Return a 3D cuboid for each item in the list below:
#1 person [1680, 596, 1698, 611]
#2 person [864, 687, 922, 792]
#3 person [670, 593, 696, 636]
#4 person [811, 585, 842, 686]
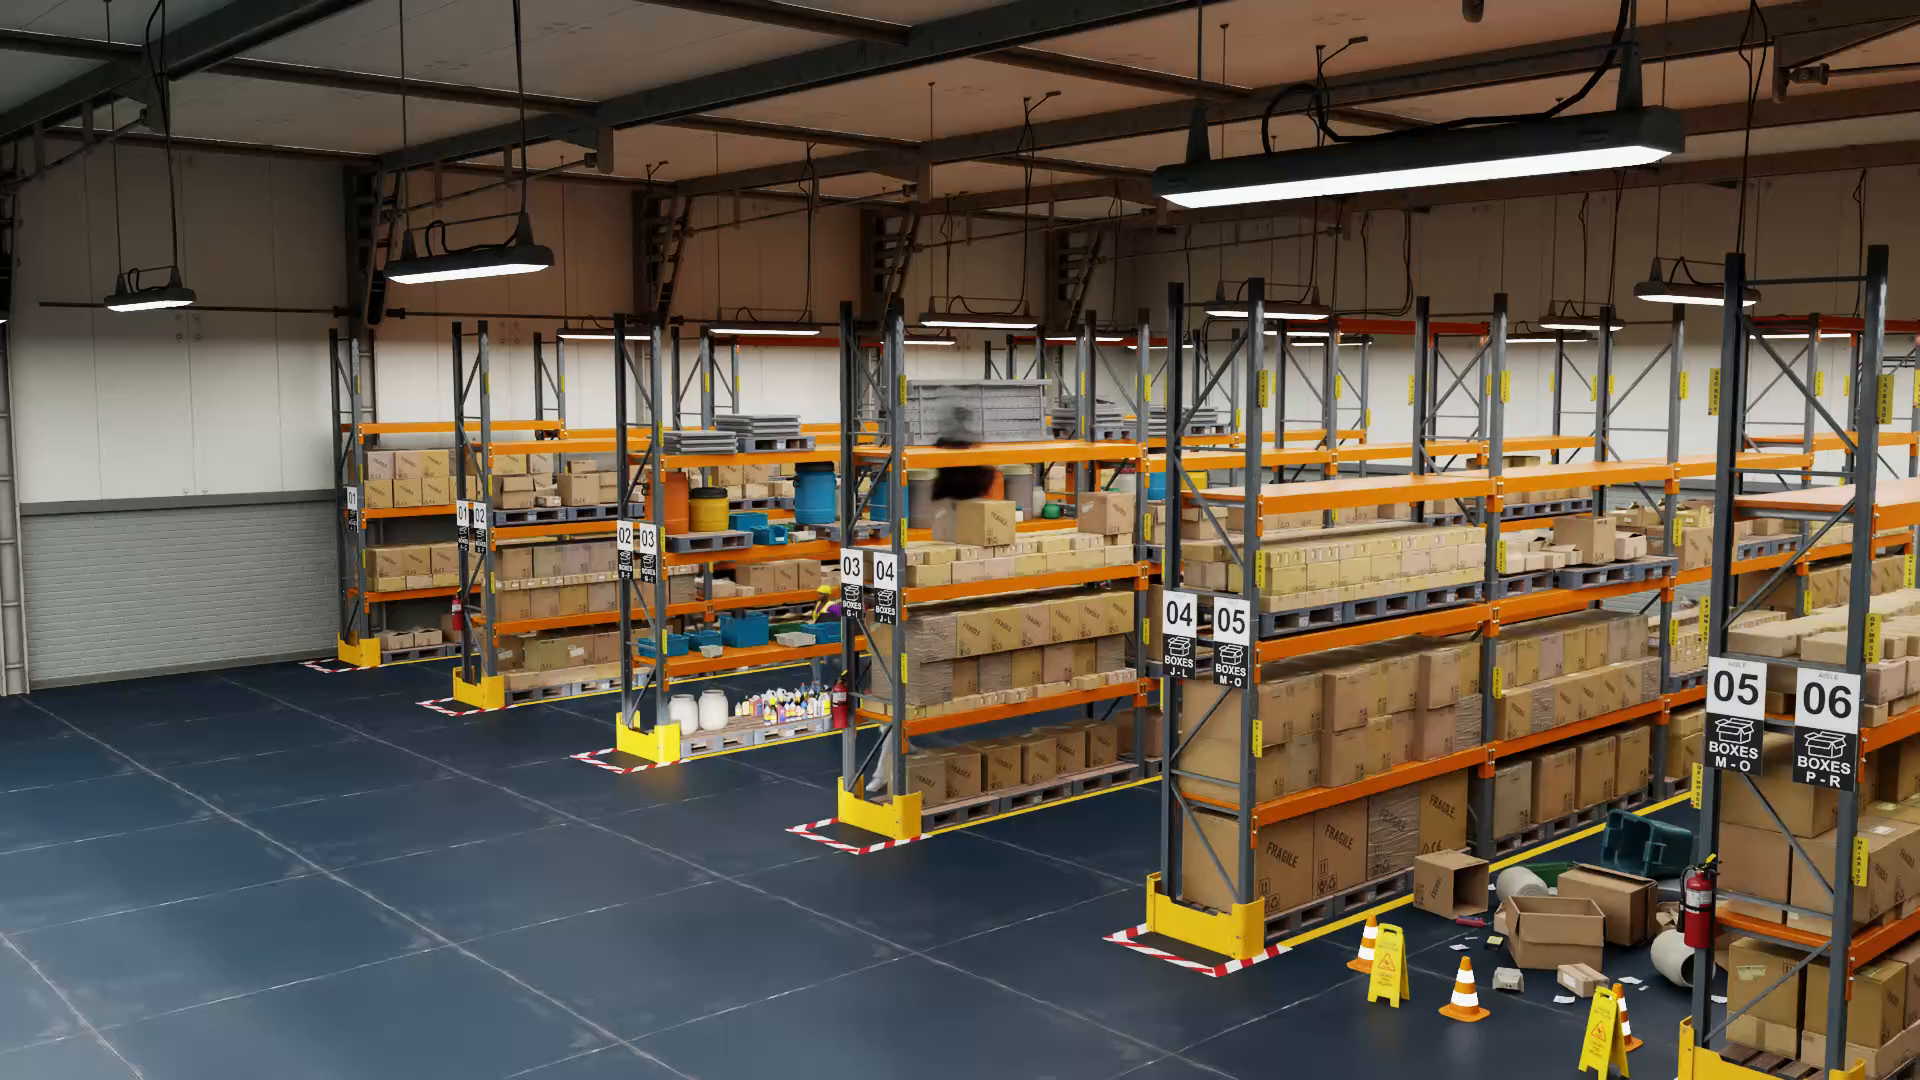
[{"bbox_3d":[11.219,1.767,25.563,0.905,1.825,0.677,-4,7,-35],"label":"person"},{"bbox_3d":[-0.826,2.201,20.954,1.048,1.798,0.707,-5,8,-43],"label":"person"},{"bbox_3d":[-5.152,1.301,30.846,0.578,1.670,0.669,4,7,34],"label":"person"},{"bbox_3d":[-2.163,1.608,27.295,0.872,1.765,0.711,-5,8,-44],"label":"person"}]
